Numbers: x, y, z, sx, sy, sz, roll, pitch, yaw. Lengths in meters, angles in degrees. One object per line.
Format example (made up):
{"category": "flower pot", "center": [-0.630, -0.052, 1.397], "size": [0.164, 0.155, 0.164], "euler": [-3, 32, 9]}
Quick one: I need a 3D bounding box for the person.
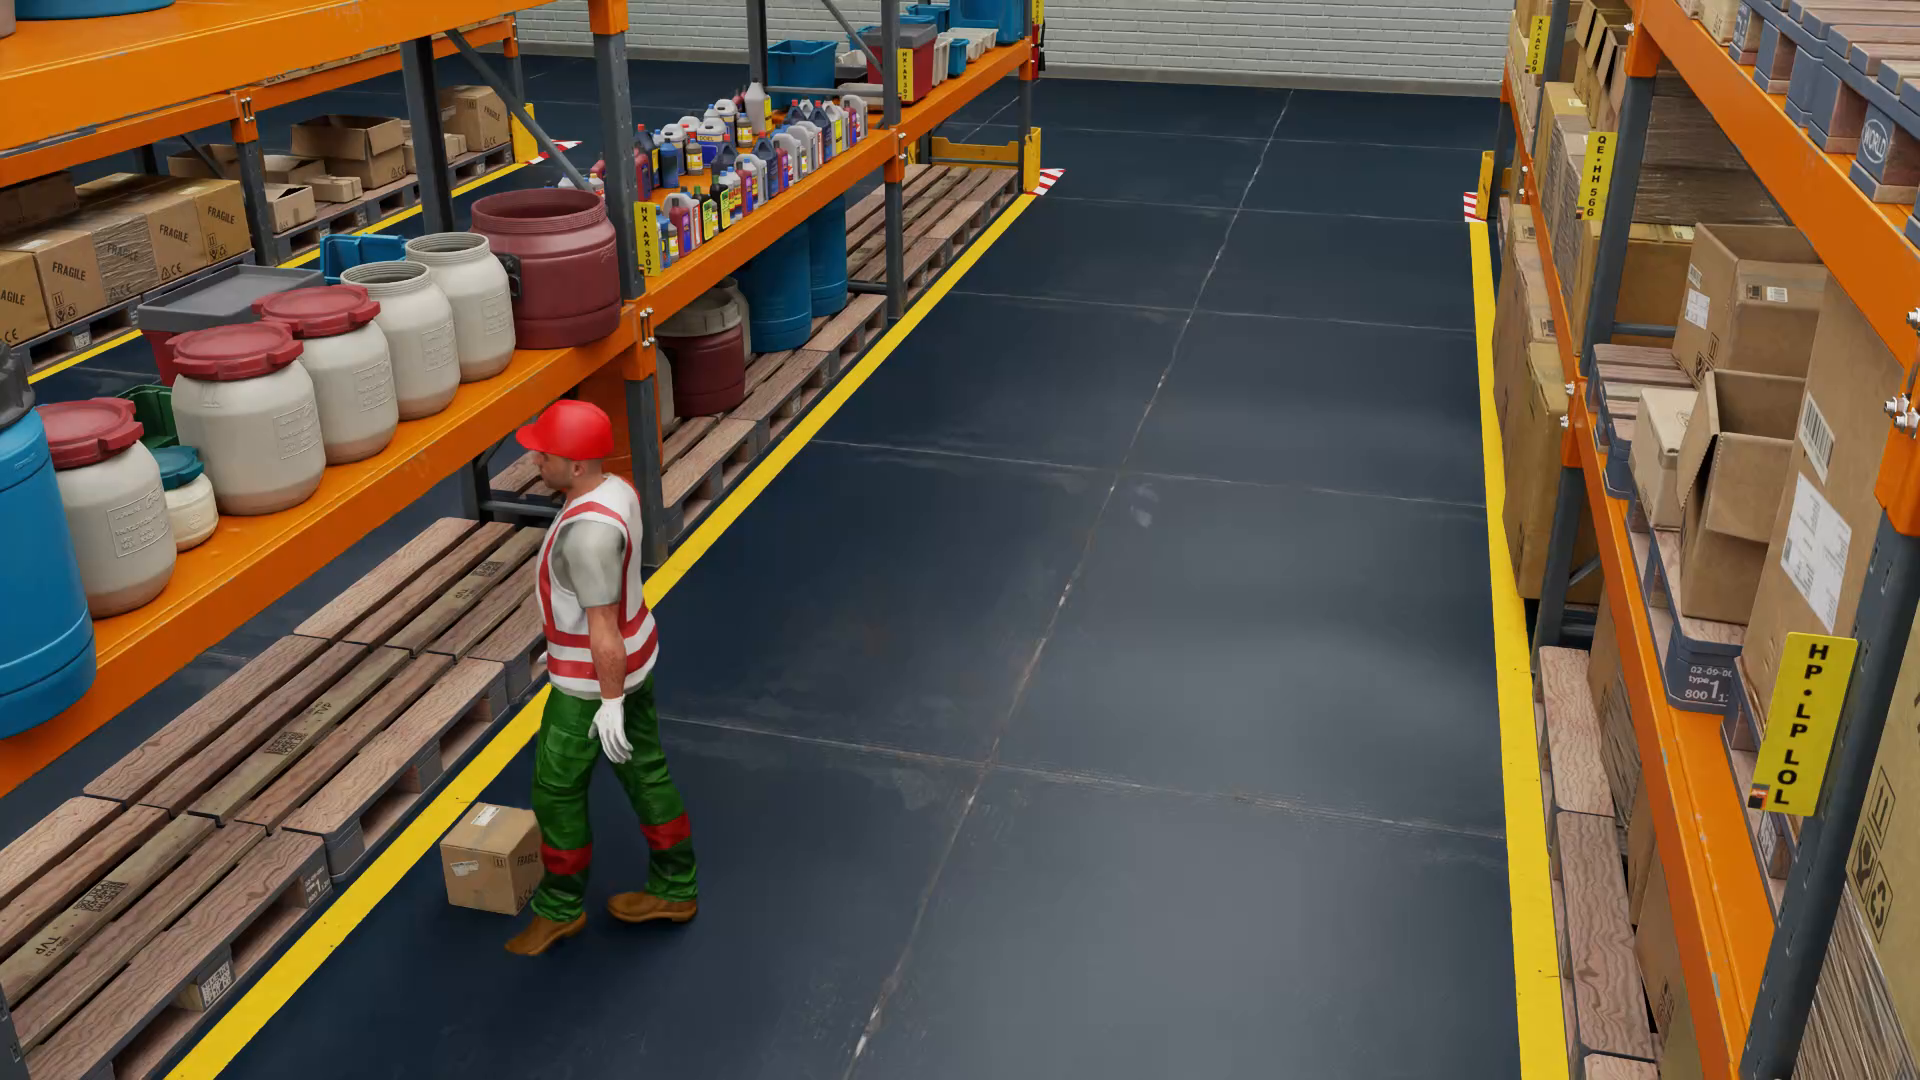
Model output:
{"category": "person", "center": [-1.164, 0.442, 5.171], "size": [0.613, 1.846, 0.596], "euler": [2, 25, 4]}
